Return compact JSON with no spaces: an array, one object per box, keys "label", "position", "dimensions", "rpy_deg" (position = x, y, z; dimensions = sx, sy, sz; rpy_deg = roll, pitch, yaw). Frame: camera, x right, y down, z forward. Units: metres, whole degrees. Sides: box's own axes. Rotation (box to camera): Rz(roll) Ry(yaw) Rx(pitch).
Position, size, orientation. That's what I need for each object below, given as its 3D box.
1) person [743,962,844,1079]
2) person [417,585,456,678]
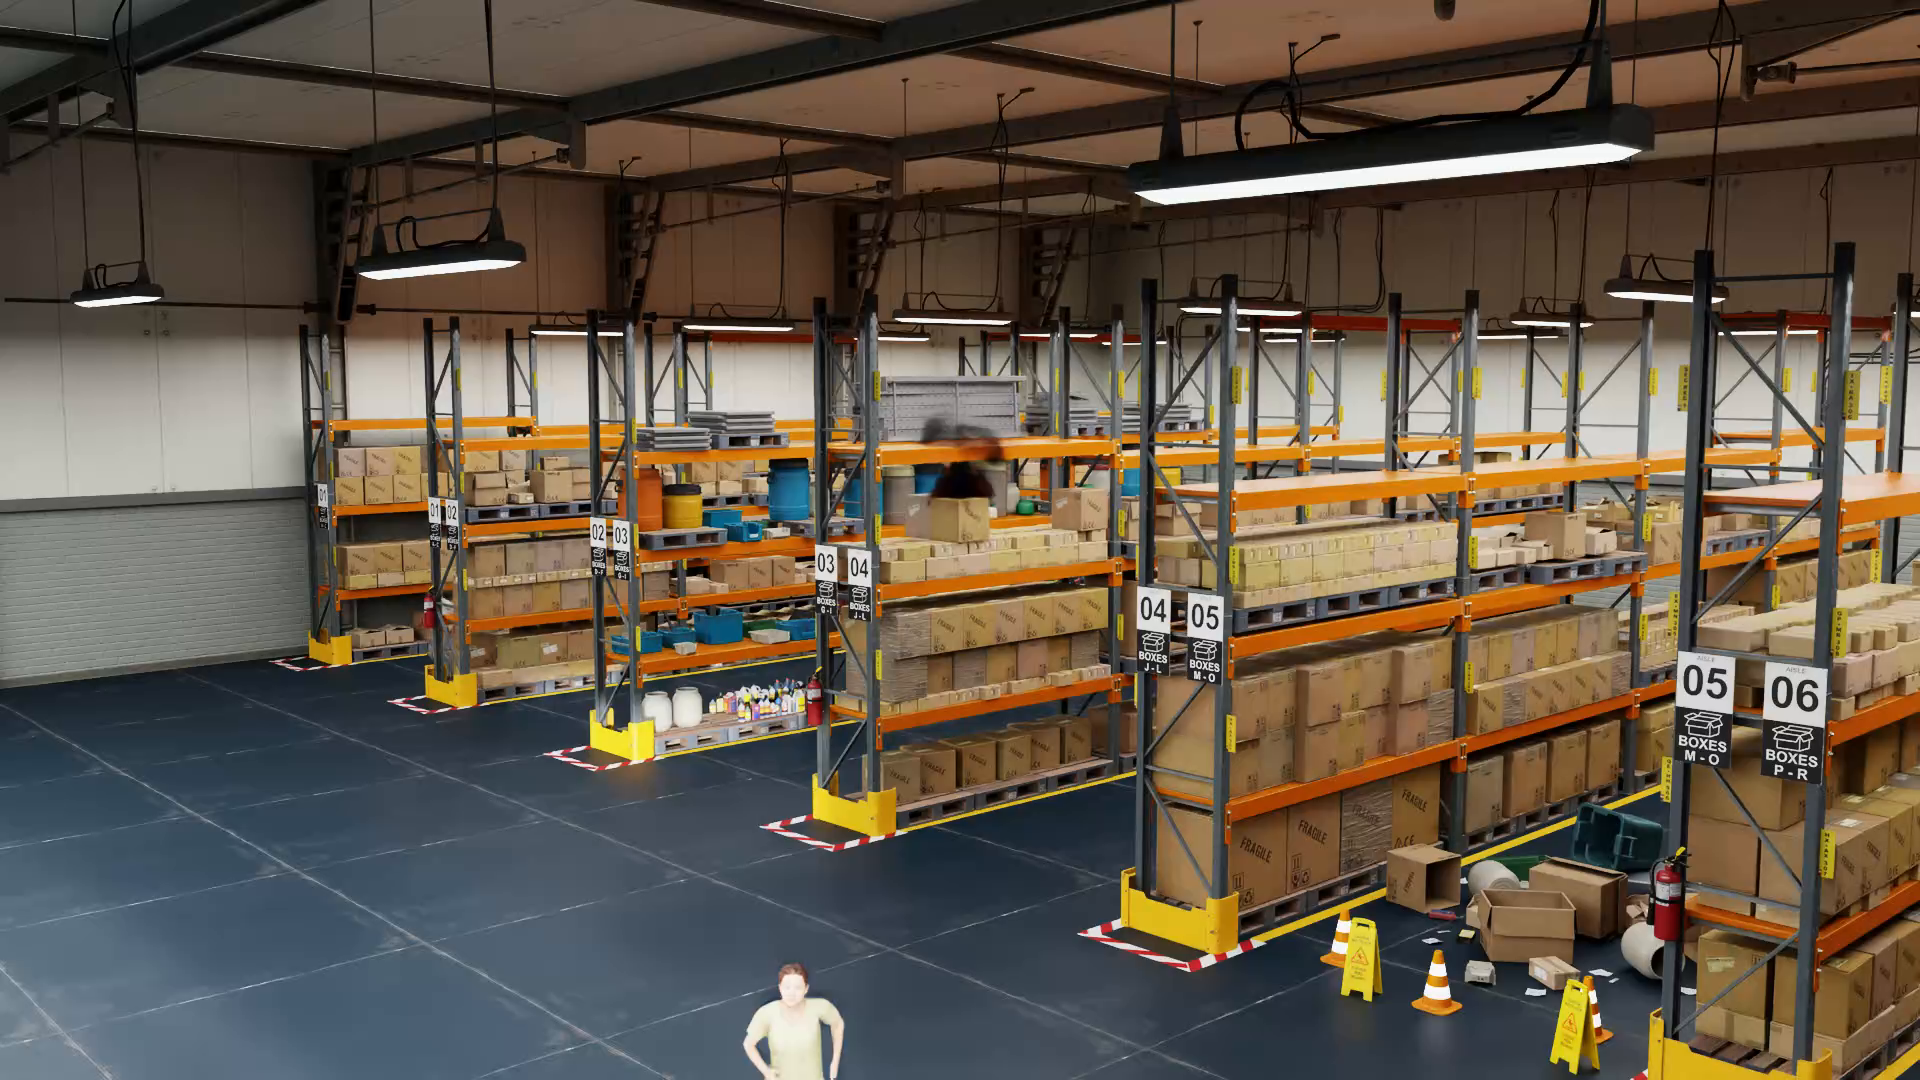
[{"label":"person","position":[-1.003,3.330,10.049],"dimensions":[0.600,1.664,0.987],"rpy_deg":[0,6,-2]},{"label":"person","position":[-8.758,1.549,27.862],"dimensions":[0.606,1.622,0.611],"rpy_deg":[5,8,41]}]
